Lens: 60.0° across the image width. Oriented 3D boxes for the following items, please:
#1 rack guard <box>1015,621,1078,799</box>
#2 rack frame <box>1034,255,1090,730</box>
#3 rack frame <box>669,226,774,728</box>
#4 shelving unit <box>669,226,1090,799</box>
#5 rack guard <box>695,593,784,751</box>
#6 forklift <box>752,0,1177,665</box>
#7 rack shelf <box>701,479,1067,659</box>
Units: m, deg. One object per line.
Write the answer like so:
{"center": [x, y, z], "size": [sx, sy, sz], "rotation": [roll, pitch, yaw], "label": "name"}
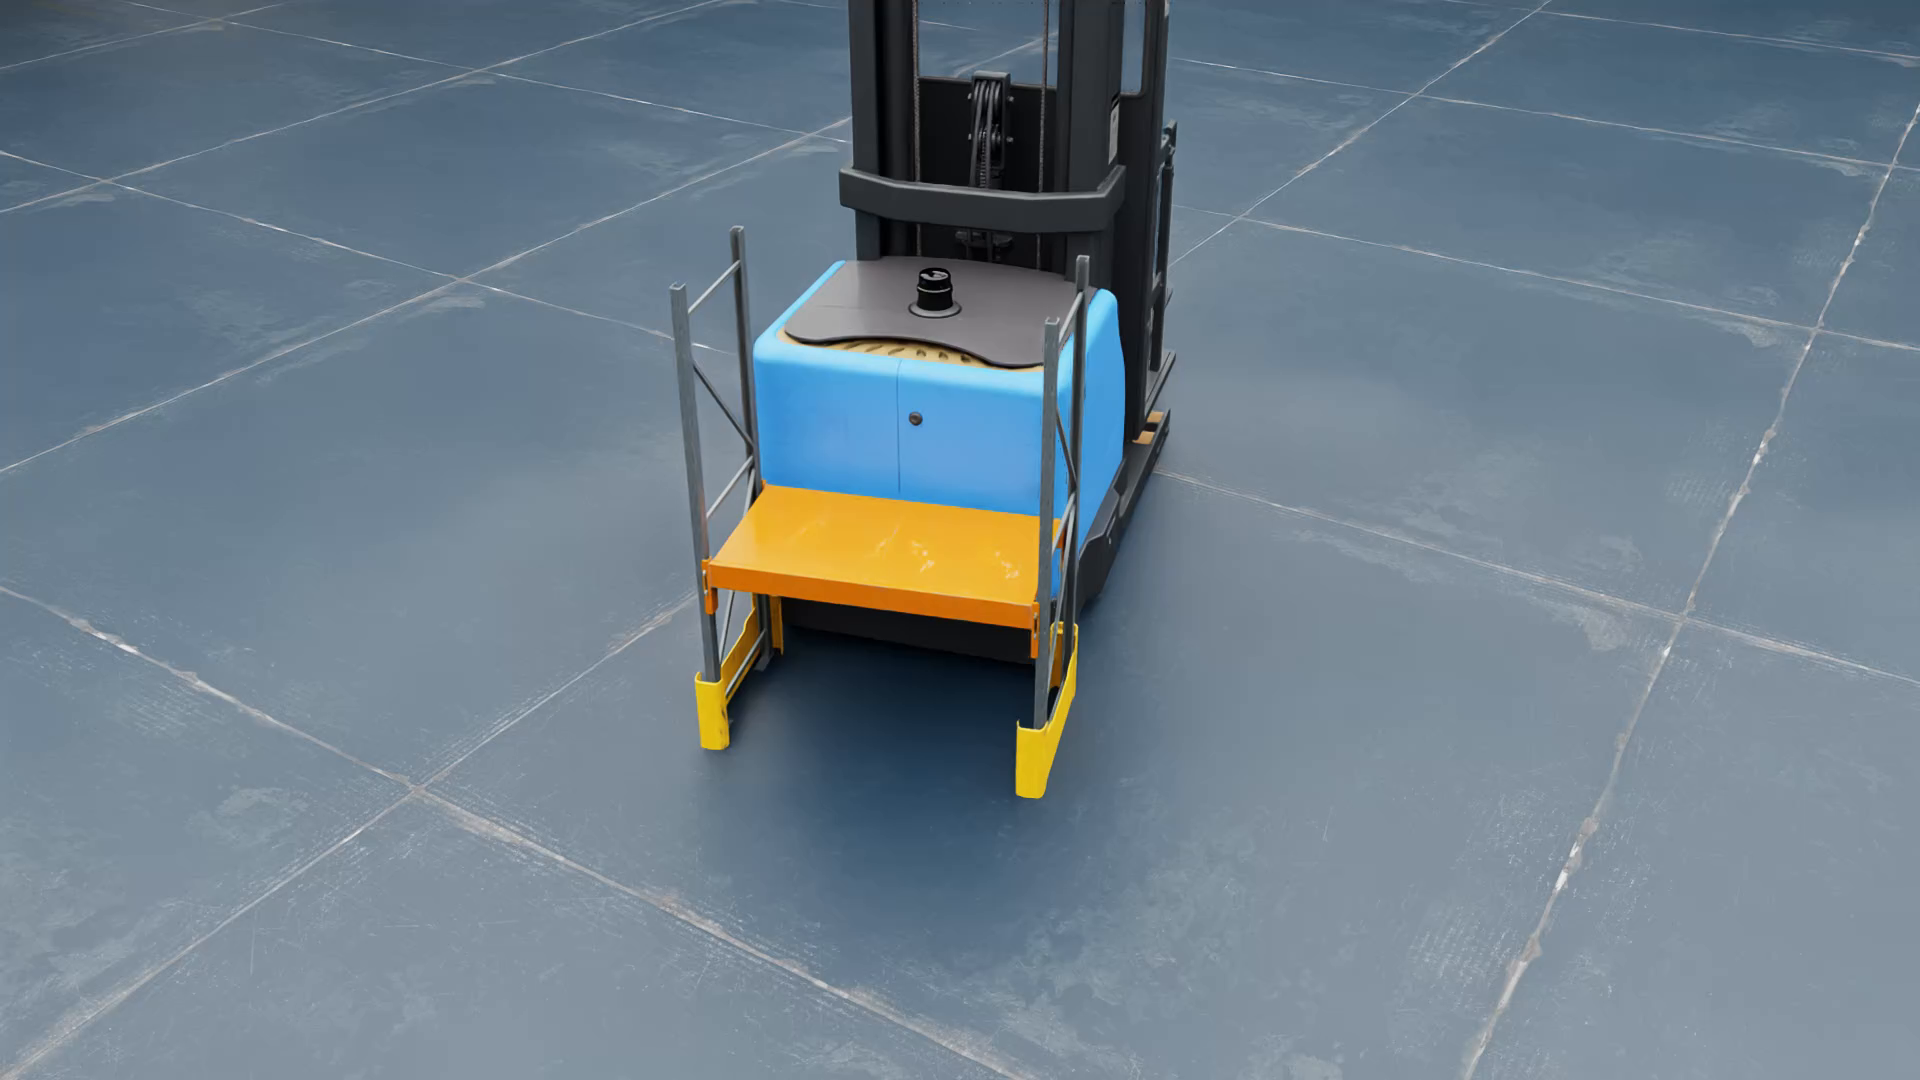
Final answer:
{"center": [0.270, 0.515, 5.119], "size": [0.087, 0.250, 0.587], "rotation": [7, 31, 12], "label": "rack guard"}
{"center": [0.288, -0.022, 4.799], "size": [0.032, 1.500, 0.500], "rotation": [7, 31, 12], "label": "rack frame"}
{"center": [-0.700, -0.143, 5.005], "size": [0.032, 1.500, 0.500], "rotation": [7, 31, 12], "label": "rack frame"}
{"center": [-0.215, -0.084, 4.904], "size": [1.083, 1.500, 0.587], "rotation": [7, 31, 12], "label": "shelving unit"}
{"center": [-0.698, 0.397, 5.321], "size": [0.087, 0.250, 0.587], "rotation": [7, 31, 12], "label": "rack guard"}
{"center": [0.241, -1.591, 6.068], "size": [1.130, 2.935, 3.031], "rotation": [9, 31, 14], "label": "forklift"}
{"center": [-0.206, 0.073, 4.993], "size": [1.000, 0.185, 0.538], "rotation": [7, 31, 12], "label": "rack shelf"}
